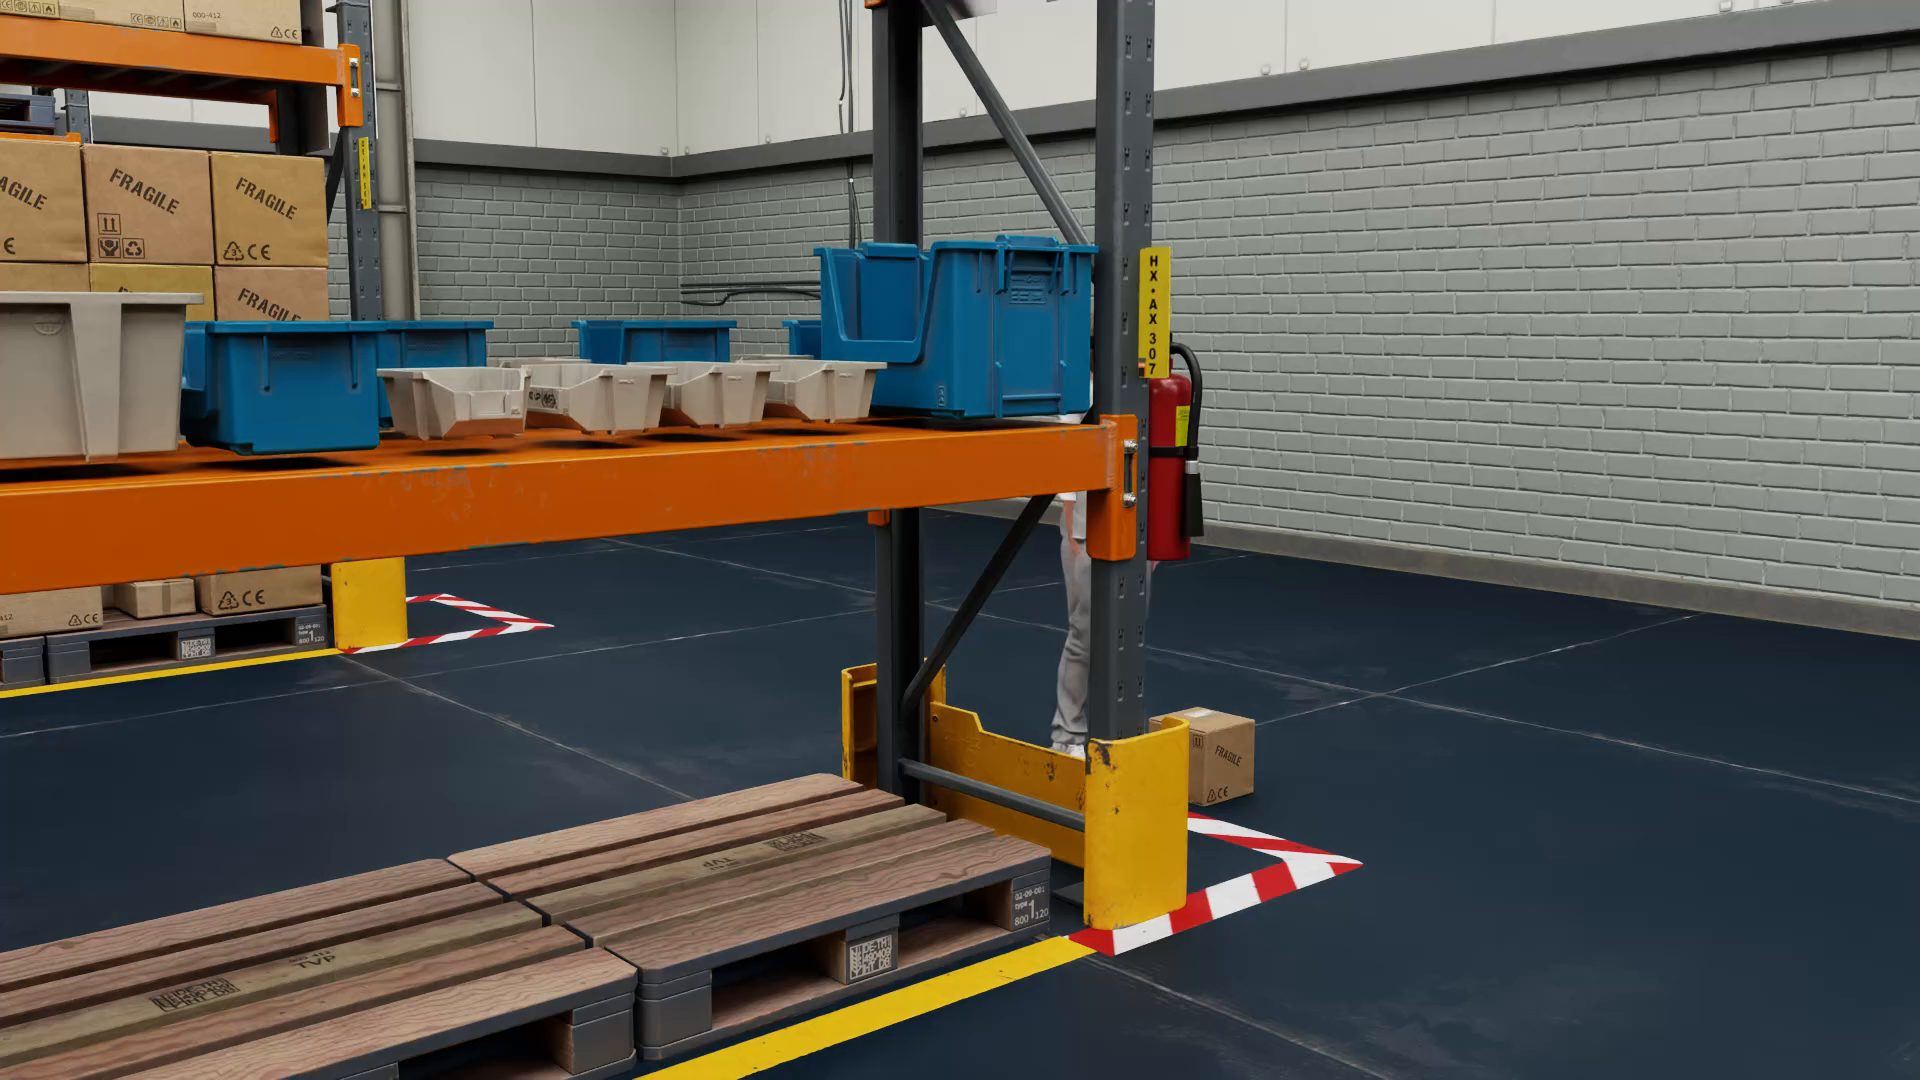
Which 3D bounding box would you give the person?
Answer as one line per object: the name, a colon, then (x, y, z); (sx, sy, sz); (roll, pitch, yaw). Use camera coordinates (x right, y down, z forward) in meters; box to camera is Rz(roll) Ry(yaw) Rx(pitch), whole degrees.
person: (0.526, 0.012, 5.828); (0.393, 1.622, 0.306); (-5, 9, -35)
